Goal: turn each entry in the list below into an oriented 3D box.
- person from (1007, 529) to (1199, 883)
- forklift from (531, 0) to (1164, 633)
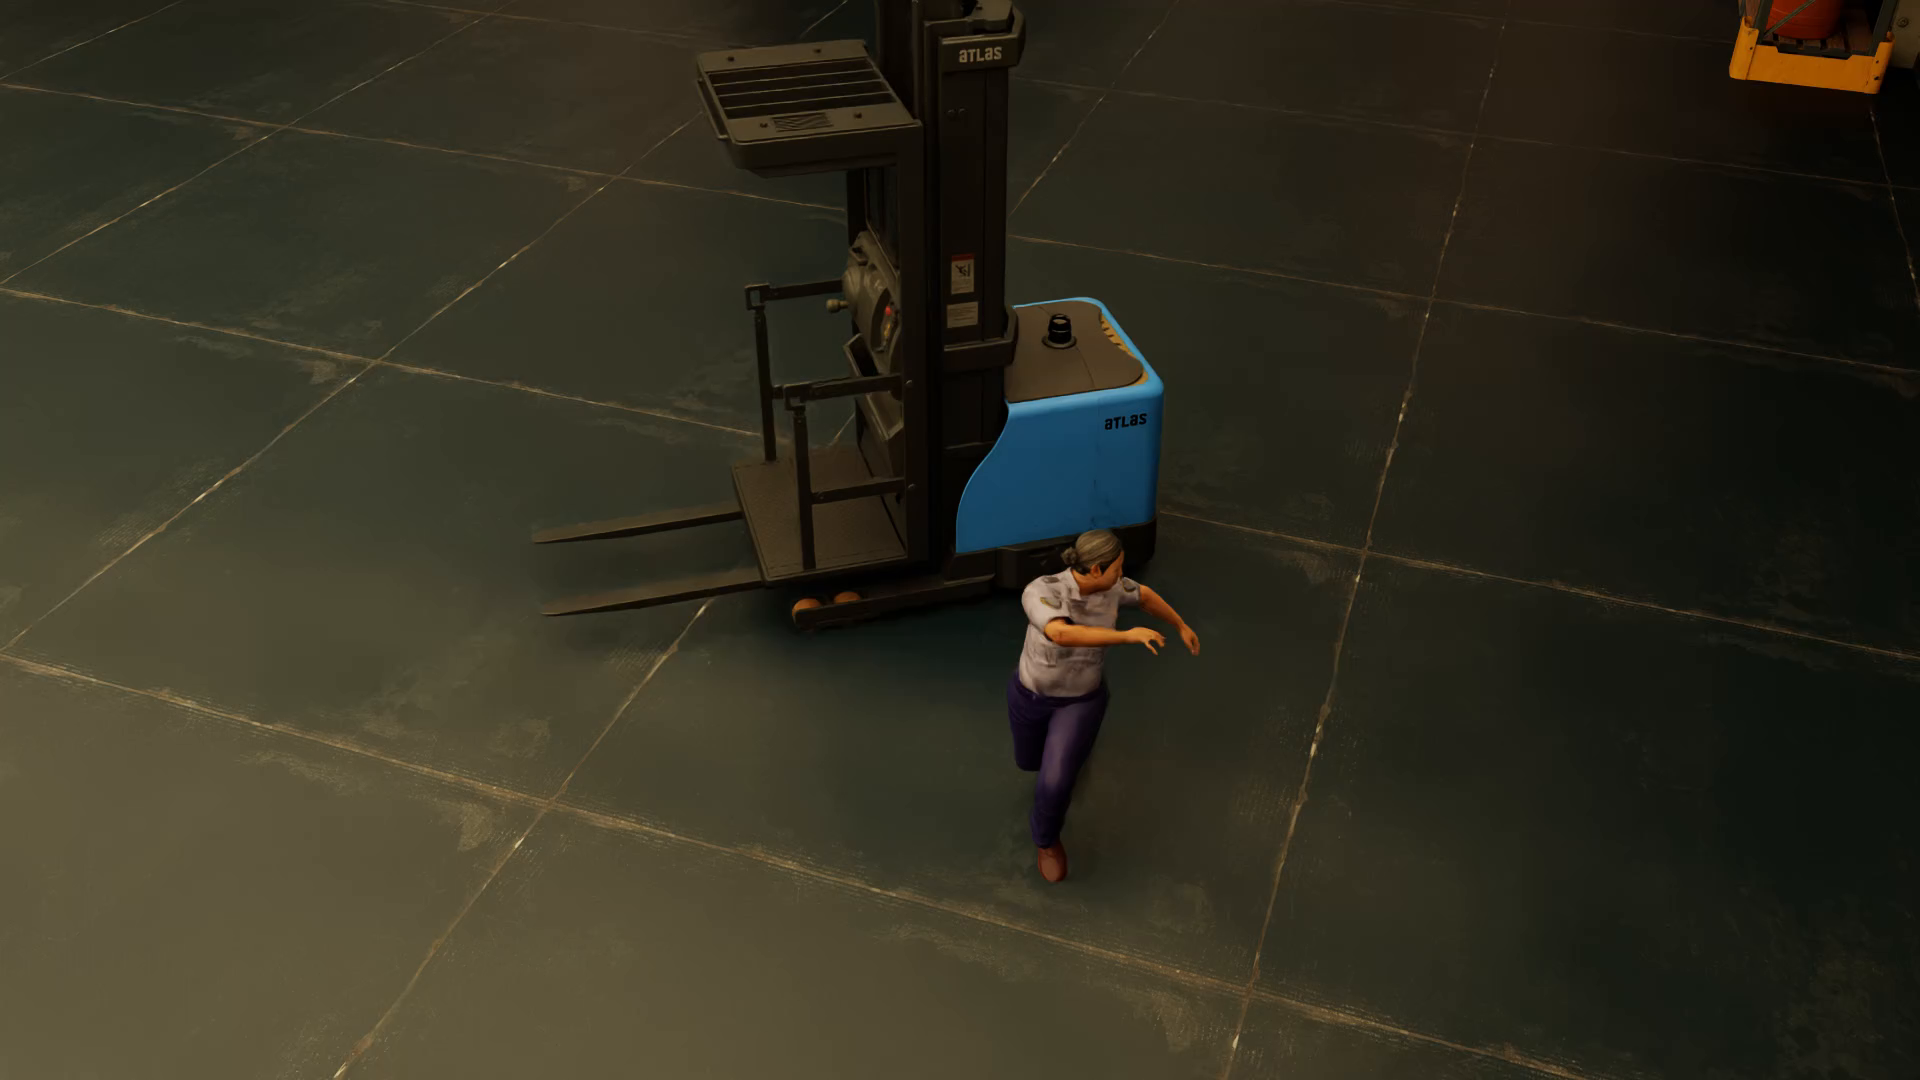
[{"bbox_3d":[0.573,0.583,6.670,0.764,1.403,0.942,4,36,6],"label":"person"},{"bbox_3d":[-0.592,-1.089,7.646,3.031,2.935,1.130,-9,36,-13],"label":"forklift"}]
